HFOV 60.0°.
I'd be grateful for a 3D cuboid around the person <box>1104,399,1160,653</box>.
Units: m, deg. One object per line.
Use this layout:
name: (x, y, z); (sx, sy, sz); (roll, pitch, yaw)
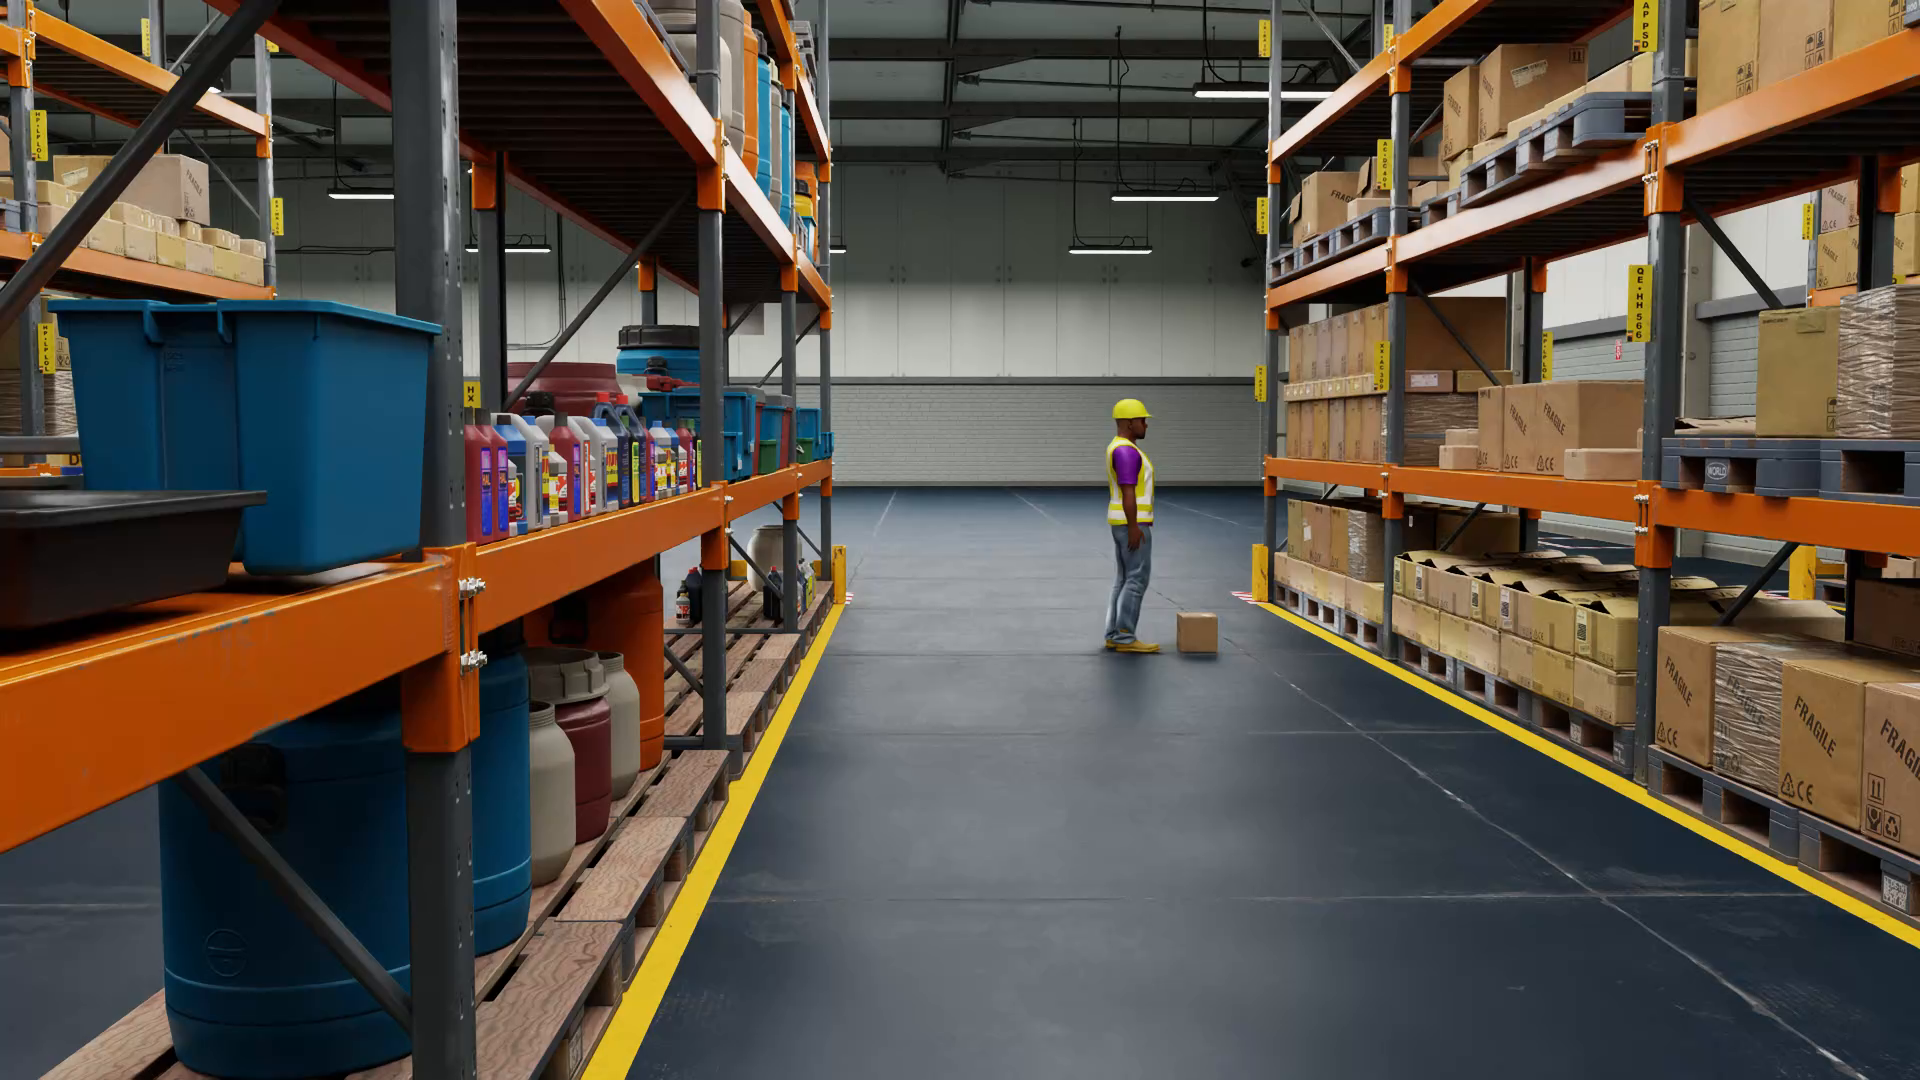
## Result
person: (1.204, -0.098, 11.669); (0.373, 1.771, 0.565); (0, 4, 0)
